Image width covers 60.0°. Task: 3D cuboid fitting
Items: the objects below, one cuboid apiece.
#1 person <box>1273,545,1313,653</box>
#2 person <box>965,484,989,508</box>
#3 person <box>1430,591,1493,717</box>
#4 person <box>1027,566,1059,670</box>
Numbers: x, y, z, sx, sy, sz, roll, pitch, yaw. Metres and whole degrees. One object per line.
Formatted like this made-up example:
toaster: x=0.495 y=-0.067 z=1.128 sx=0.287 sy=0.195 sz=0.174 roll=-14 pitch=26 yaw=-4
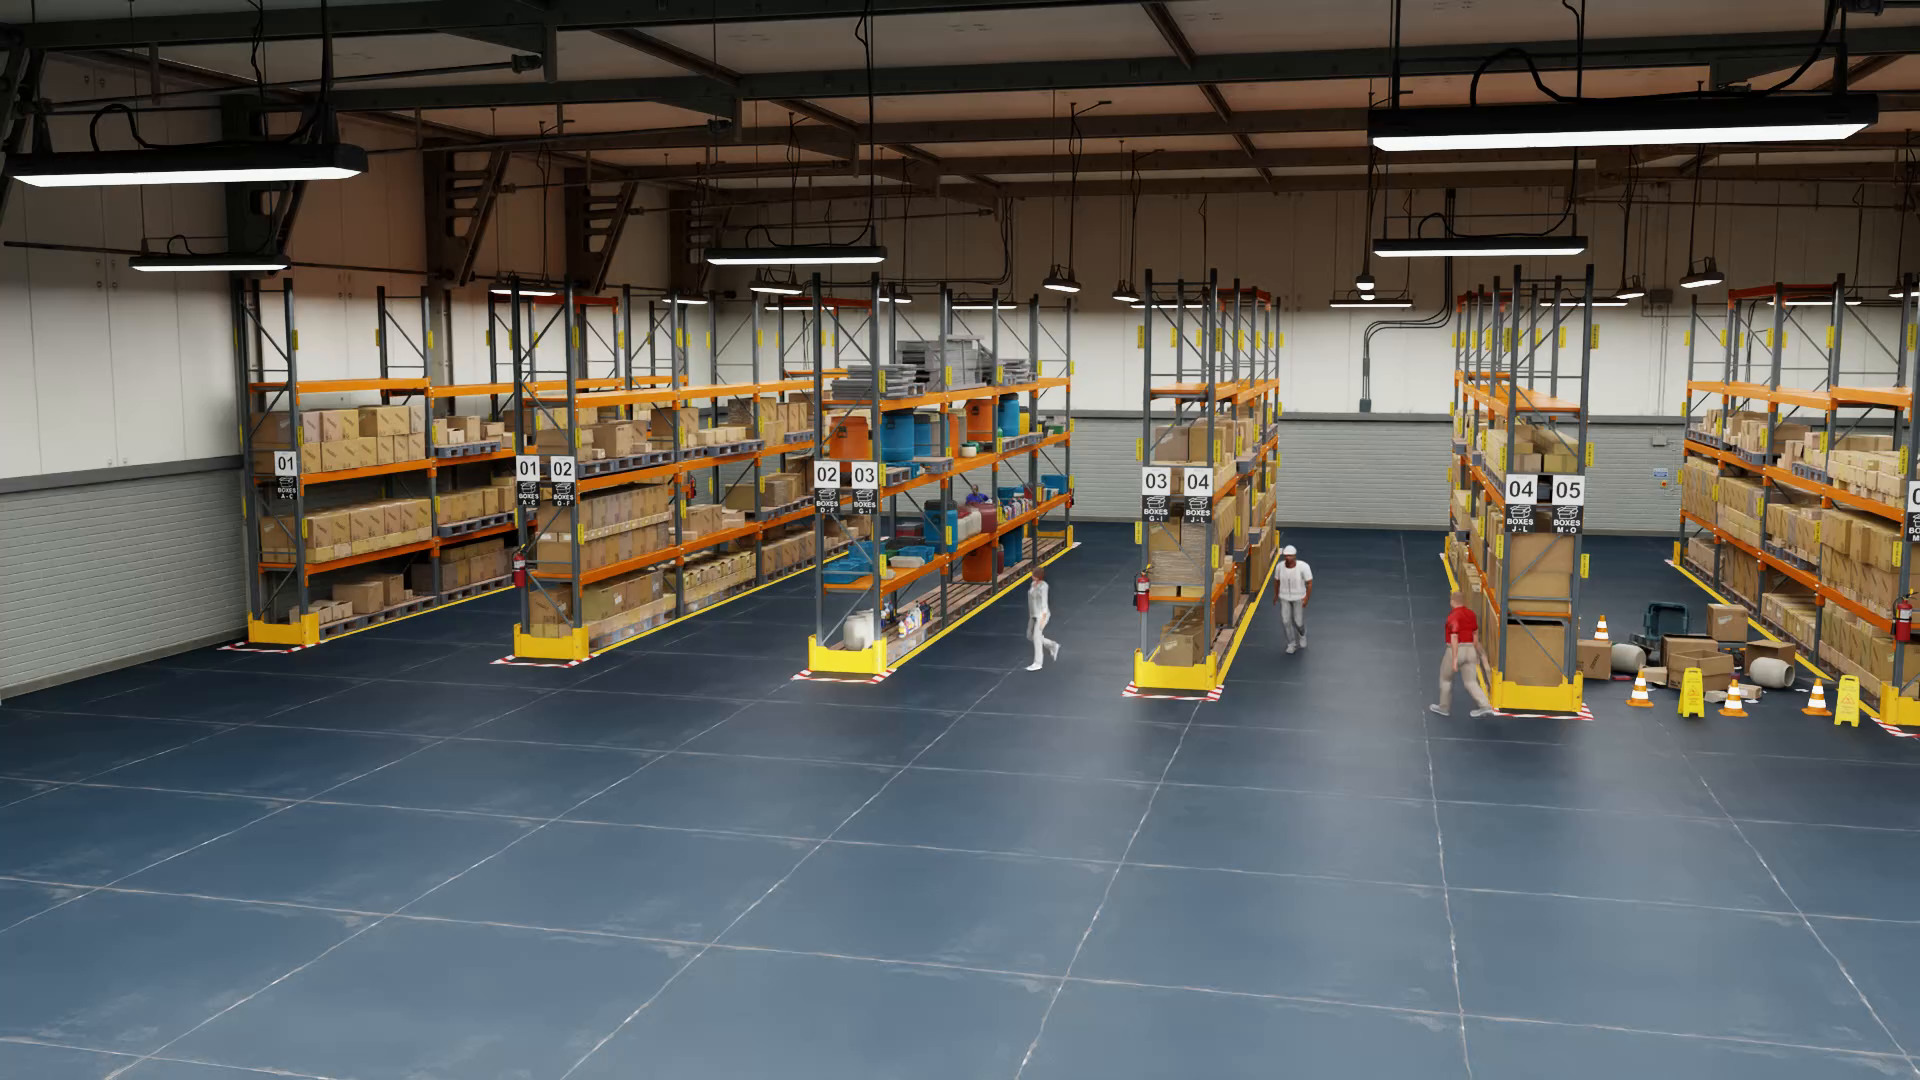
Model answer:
person: x=5.379 y=0.934 z=26.813 sx=0.636 sy=1.740 sz=0.678 roll=3 pitch=8 yaw=26
person: x=0.440 y=-0.584 z=40.175 sx=0.584 sy=1.565 sz=0.733 roll=3 pitch=8 yaw=25
person: x=6.682 y=1.529 z=22.041 sx=0.540 sy=1.683 sz=0.985 roll=-3 pitch=7 yaw=-22
person: x=1.257 y=1.175 z=25.354 sx=0.598 sy=1.584 sz=0.472 roll=-3 pitch=7 yaw=-22
